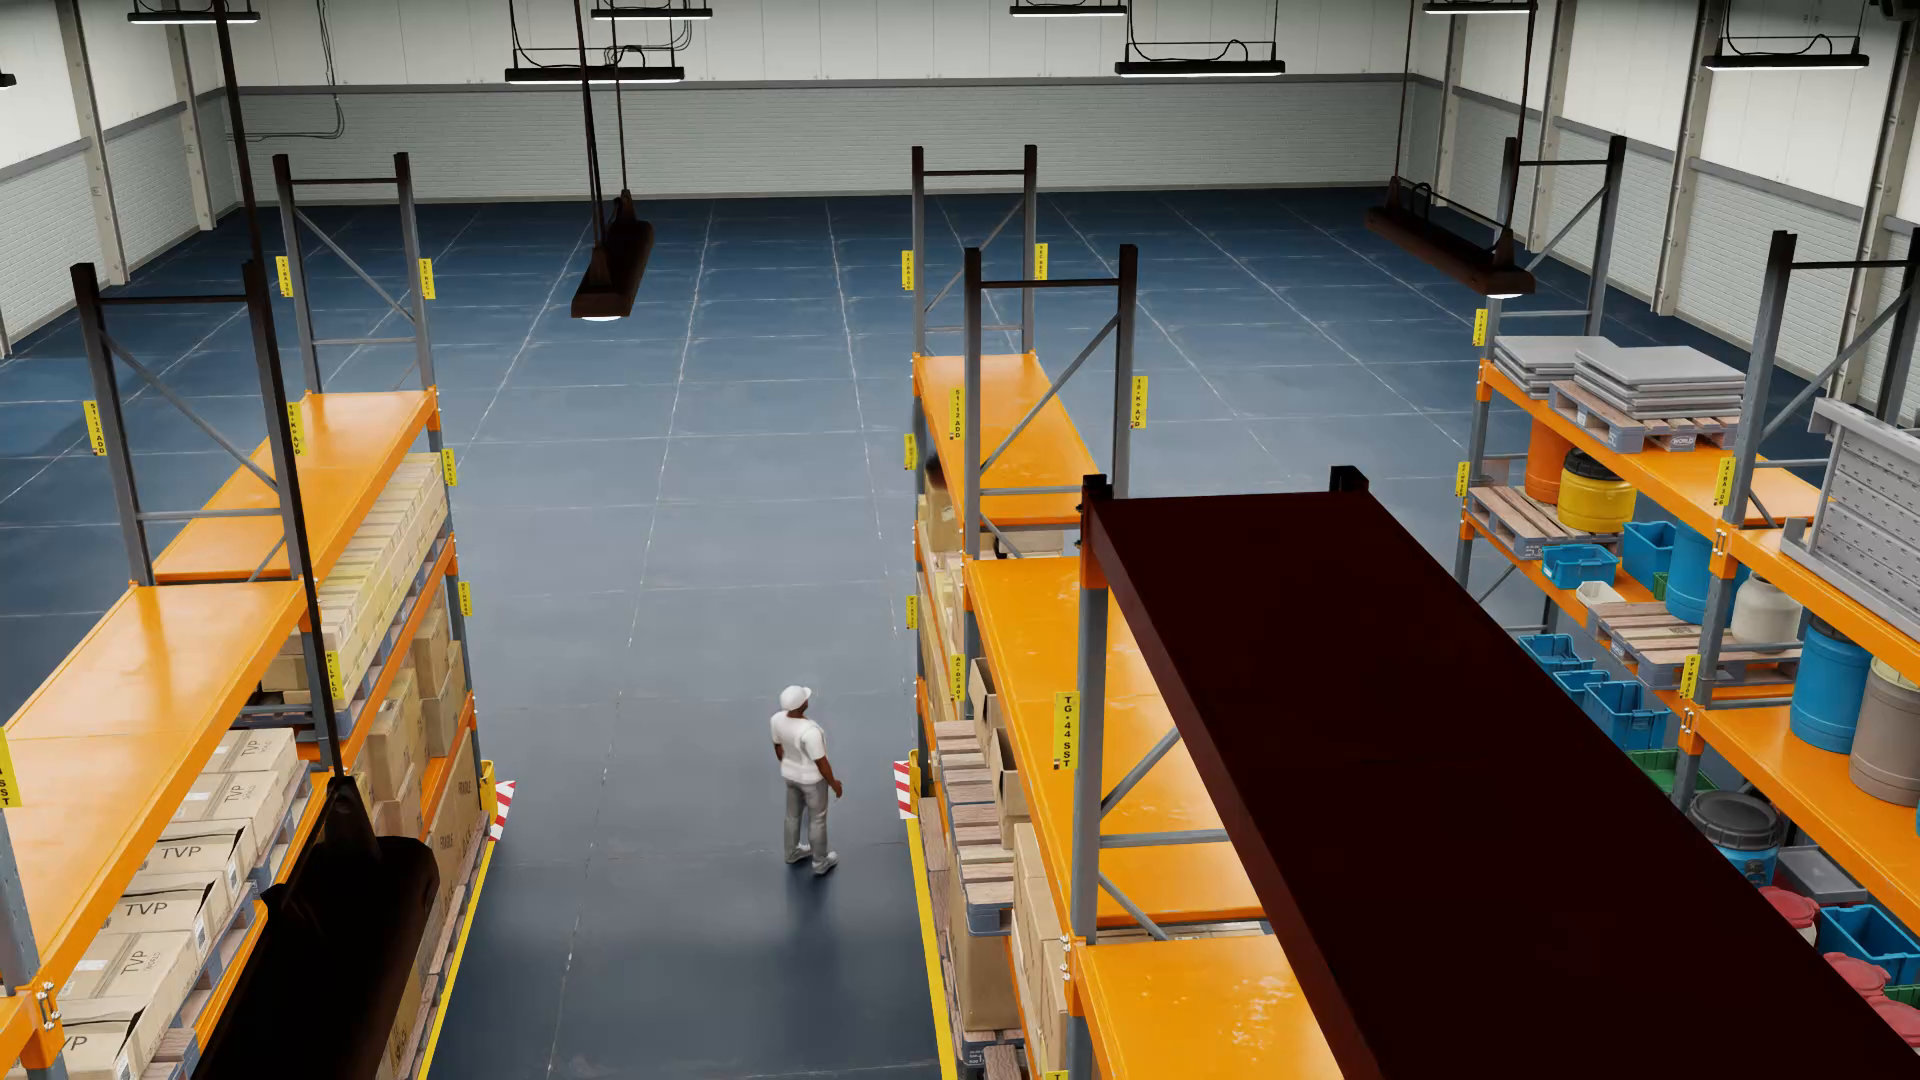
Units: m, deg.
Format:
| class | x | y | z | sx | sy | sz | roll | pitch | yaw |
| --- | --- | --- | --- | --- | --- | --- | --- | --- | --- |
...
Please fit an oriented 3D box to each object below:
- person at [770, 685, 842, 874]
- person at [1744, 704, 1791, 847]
| class | x | y | z | sx | sy | sz | roll | pitch | yaw |
| --- | --- | --- | --- | --- | --- | --- | --- | --- | --- |
| person | -1.312 | 2.008 | 14.158 | 0.631 | 1.762 | 0.448 | 16 | 26 | 34 |
| person | 6.817 | 2.077 | 13.963 | 0.524 | 1.784 | 0.615 | -8 | 23 | -20 |
